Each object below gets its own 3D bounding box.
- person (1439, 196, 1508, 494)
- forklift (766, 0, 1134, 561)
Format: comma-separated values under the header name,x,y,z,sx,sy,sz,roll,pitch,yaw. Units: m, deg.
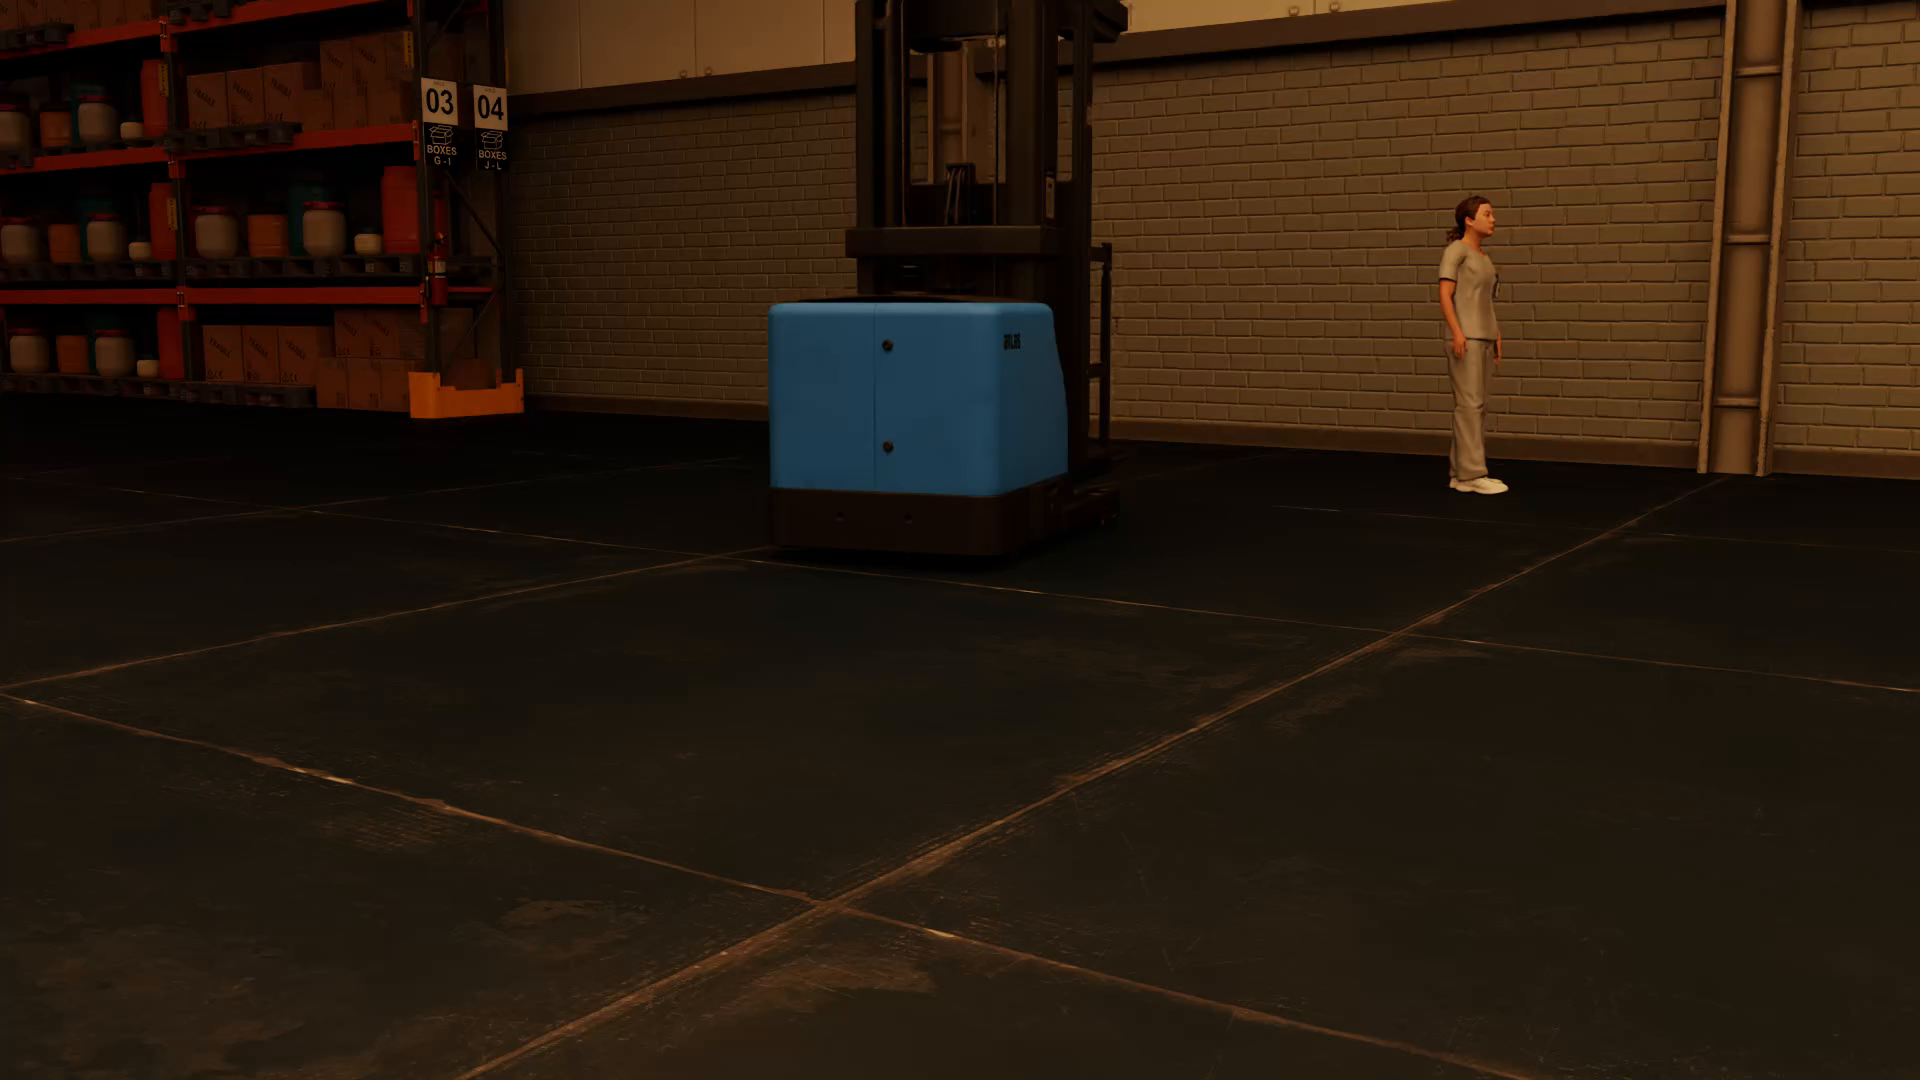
name,x,y,z,sx,sy,sz,roll,pitch,yaw
person,2.993,-1.113,9.512,0.542,1.663,0.555,7,11,41
forklift,0.160,-1.536,7.996,1.130,2.935,3.031,3,9,19
